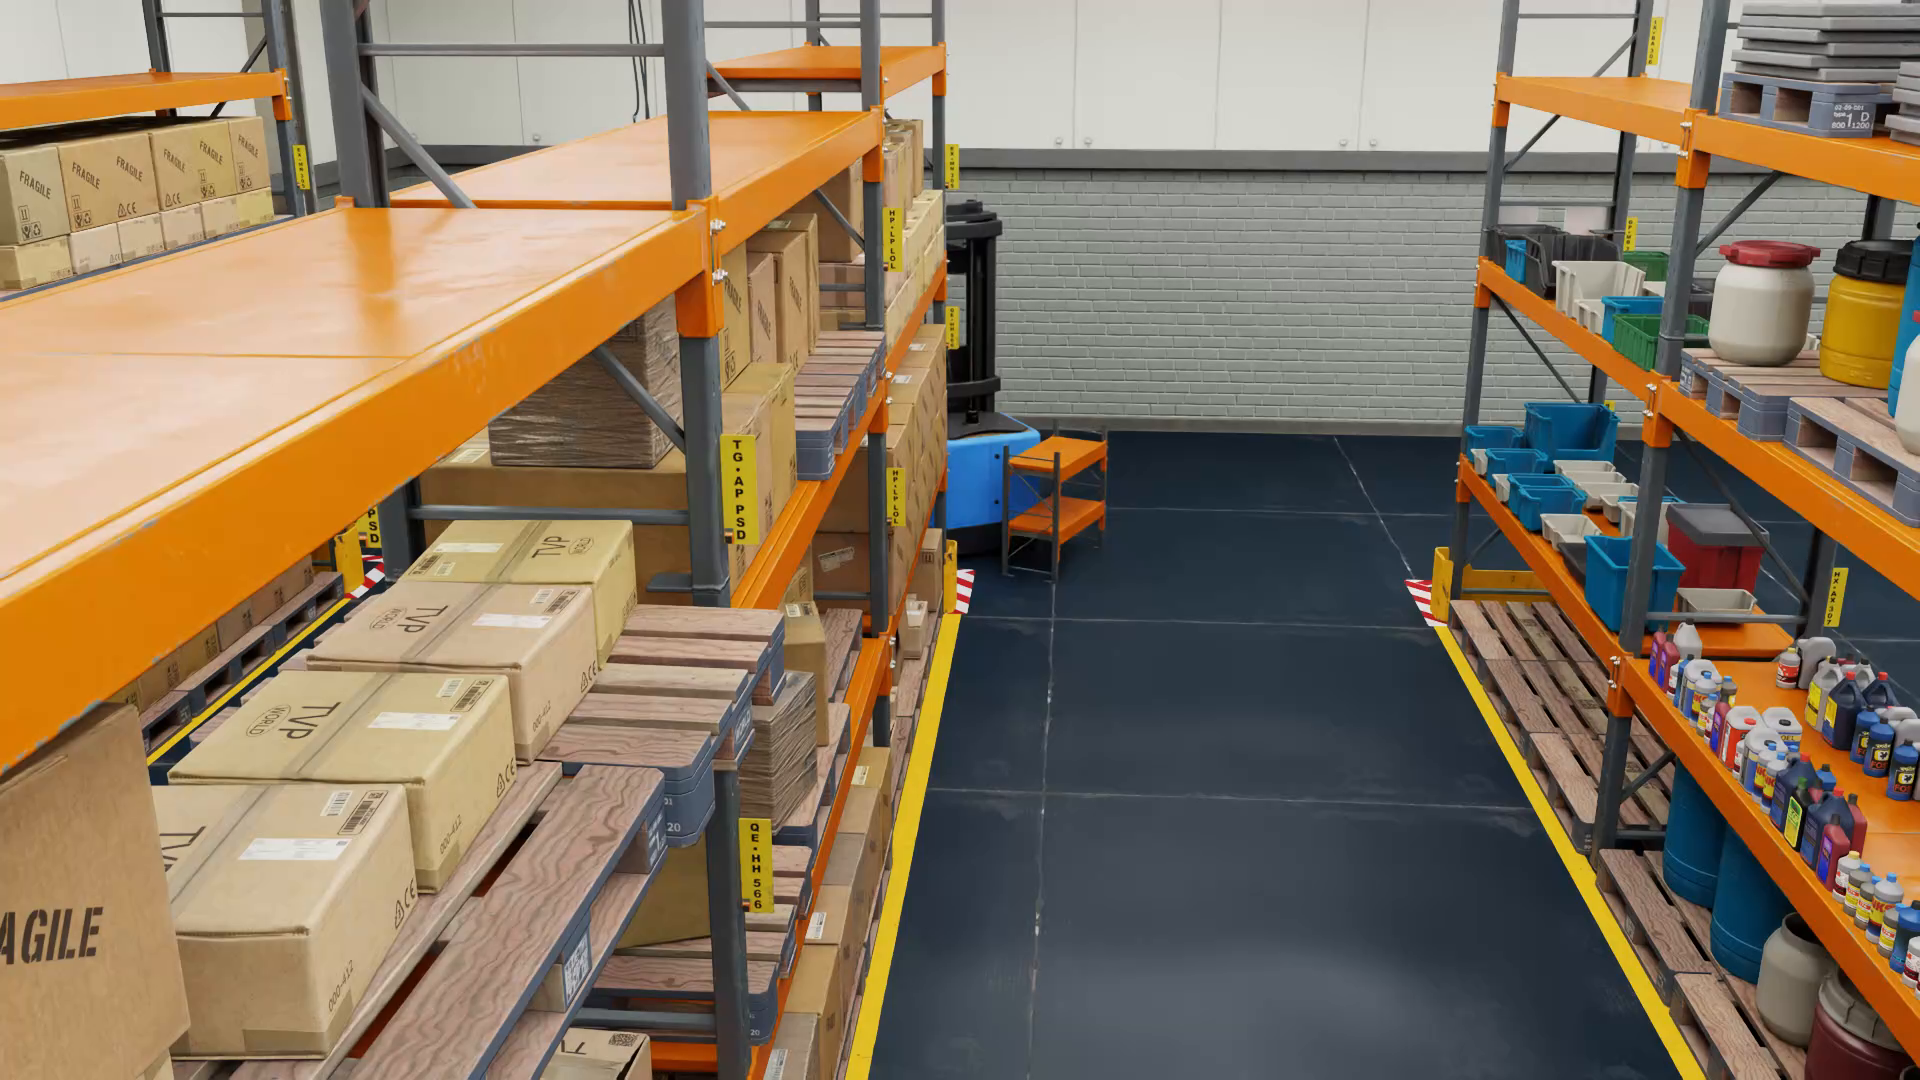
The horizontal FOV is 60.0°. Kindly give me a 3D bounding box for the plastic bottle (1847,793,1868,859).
[{"bbox_3d":[3.598,1.174,6.711,0.061,0.283,0.133,1,18,4],"label":"plastic bottle"}]

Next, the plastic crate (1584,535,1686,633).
[{"bbox_3d":[3.736,0.247,9.282,0.392,0.384,0.575,1,18,4],"label":"plastic crate"}]

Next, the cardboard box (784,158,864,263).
[{"bbox_3d":[-0.901,-1.791,8.989,0.700,0.500,0.500,1,18,4],"label":"cardboard box"}]

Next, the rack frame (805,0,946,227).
[{"bbox_3d":[-0.611,-3.785,12.021,1.000,3.000,0.127,1,18,4],"label":"rack frame"}]

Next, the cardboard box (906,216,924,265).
[{"bbox_3d":[-0.498,-1.894,10.507,0.500,0.250,0.500,1,18,4],"label":"cardboard box"}]

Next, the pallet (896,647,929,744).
[{"bbox_3d":[-0.763,1.041,11.409,1.003,0.211,1.213,1,18,4],"label":"pallet"}]

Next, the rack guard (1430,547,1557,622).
[{"bbox_3d":[4.318,0.358,13.027,1.175,0.500,0.348,1,18,4],"label":"rack guard"}]

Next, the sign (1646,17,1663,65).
[{"bbox_3d":[4.879,-3.512,11.708,0.100,0.325,0.005,1,18,4],"label":"sign"}]

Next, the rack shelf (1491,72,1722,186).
[{"bbox_3d":[4.186,-2.520,9.959,1.077,0.370,4.000,1,18,4],"label":"rack shelf"}]

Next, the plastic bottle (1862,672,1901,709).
[{"bbox_3d":[4.290,0.794,7.762,0.144,0.351,0.185,1,18,4],"label":"plastic bottle"}]

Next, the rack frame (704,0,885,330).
[{"bbox_3d":[-0.898,-2.542,8.230,1.000,3.000,0.127,1,18,4],"label":"rack frame"}]

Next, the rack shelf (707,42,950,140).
[{"bbox_3d":[-0.754,-2.820,10.238,1.077,0.370,4.000,1,18,4],"label":"rack shelf"}]

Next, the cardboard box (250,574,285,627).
[{"bbox_3d":[-5.538,0.320,12.469,0.700,0.500,0.500,1,18,4],"label":"cardboard box"}]

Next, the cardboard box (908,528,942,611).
[{"bbox_3d":[-0.404,0.219,12.744,0.500,0.500,0.500,1,18,4],"label":"cardboard box"}]

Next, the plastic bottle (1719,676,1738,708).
[{"bbox_3d":[3.729,0.761,8.103,0.097,0.201,0.097,0,18,0],"label":"plastic bottle"}]

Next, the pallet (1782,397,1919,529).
[{"bbox_3d":[4.005,-0.317,6.560,1.003,0.211,1.213,1,18,4],"label":"pallet"}]

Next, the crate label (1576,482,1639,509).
[{"bbox_3d":[4.421,-0.291,11.321,0.396,0.136,0.243,1,18,4],"label":"crate label"}]

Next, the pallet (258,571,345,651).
[{"bbox_3d":[-5.532,0.532,12.960,1.003,0.211,1.213,1,18,4],"label":"pallet"}]

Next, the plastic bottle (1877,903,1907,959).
[{"bbox_3d":[3.423,1.424,6.079,0.097,0.201,0.097,0,18,0],"label":"plastic bottle"}]

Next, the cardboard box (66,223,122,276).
[{"bbox_3d":[-5.476,-1.769,10.092,0.500,0.250,0.500,1,18,3],"label":"cardboard box"}]

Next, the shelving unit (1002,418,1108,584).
[{"bbox_3d":[0.816,-0.351,14.186,0.538,1.125,1.048,9,20,26],"label":"shelving unit"}]

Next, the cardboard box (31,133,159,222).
[{"bbox_3d":[-5.448,-2.287,10.469,0.500,0.500,0.500,1,18,4],"label":"cardboard box"}]

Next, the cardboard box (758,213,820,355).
[{"bbox_3d":[-1.007,-1.257,8.128,0.600,0.600,0.600,0,18,-1],"label":"cardboard box"}]

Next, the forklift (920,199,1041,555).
[{"bbox_3d":[-0.351,-1.667,15.302,1.130,2.935,3.031,-8,20,-23],"label":"forklift"}]

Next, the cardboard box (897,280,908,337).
[{"bbox_3d":[-0.576,-1.346,9.638,0.500,0.250,0.500,1,18,4],"label":"cardboard box"}]

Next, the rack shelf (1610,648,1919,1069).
[{"bbox_3d":[3.899,1.383,7.039,1.077,0.370,4.000,1,18,4],"label":"rack shelf"}]

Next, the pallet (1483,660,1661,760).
[{"bbox_3d":[4.141,1.136,11.116,1.003,0.211,1.213,1,18,4],"label":"pallet"}]

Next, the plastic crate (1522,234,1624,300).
[{"bbox_3d":[3.946,-1.750,10.728,0.504,0.338,0.767,1,18,4],"label":"plastic crate"}]

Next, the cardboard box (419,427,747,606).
[{"bbox_3d":[-1.187,-0.058,5.306,0.910,0.500,0.500,1,18,4],"label":"cardboard box"}]

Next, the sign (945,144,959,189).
[{"bbox_3d":[-0.059,-2.761,12.294,0.100,0.325,0.005,1,18,4],"label":"sign"}]

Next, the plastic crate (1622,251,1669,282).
[{"bbox_3d":[4.543,-1.834,11.226,0.450,0.188,0.336,1,18,4],"label":"plastic crate"}]

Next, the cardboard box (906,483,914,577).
[{"bbox_3d":[-0.556,-0.050,10.098,0.500,0.500,0.500,2,18,5],"label":"cardboard box"}]

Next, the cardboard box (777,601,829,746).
[{"bbox_3d":[-0.963,0.612,7.404,0.700,0.500,0.500,-3,18,-10],"label":"cardboard box"}]

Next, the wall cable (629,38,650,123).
[{"bbox_3d":[-4.790,-4.167,18.175,3.097,2.526,0.112,1,18,4],"label":"wall cable"}]

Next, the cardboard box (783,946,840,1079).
[{"bbox_3d":[-0.794,2.076,7.077,0.500,0.500,0.500,1,18,3],"label":"cardboard box"}]

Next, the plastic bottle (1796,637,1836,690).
[{"bbox_3d":[4.337,0.609,8.447,0.152,0.276,0.135,1,18,4],"label":"plastic bottle"}]

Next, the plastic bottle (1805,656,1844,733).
[{"bbox_3d":[4.159,0.733,7.947,0.144,0.351,0.185,1,18,4],"label":"plastic bottle"}]

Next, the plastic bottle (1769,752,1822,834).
[{"bbox_3d":[3.517,1.049,6.985,0.144,0.351,0.185,1,18,4],"label":"plastic bottle"}]

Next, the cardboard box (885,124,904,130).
[{"bbox_3d":[-0.752,-2.568,11.361,0.700,0.500,0.500,1,18,4],"label":"cardboard box"}]

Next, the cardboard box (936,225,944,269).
[{"bbox_3d":[-0.385,-2.122,12.007,0.500,0.250,0.500,1,18,4],"label":"cardboard box"}]

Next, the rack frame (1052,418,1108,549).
[{"bbox_3d":[1.047,-0.492,14.617,0.500,1.125,0.032,9,20,26],"label":"rack frame"}]

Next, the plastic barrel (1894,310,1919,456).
[{"bbox_3d":[3.733,-0.581,6.169,0.433,0.535,0.433,0,18,0],"label":"plastic barrel"}]

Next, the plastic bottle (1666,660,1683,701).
[{"bbox_3d":[3.591,0.697,8.298,0.097,0.201,0.097,0,18,0],"label":"plastic bottle"}]

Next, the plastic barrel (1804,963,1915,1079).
[{"bbox_3d":[3.855,2.106,6.877,0.600,0.588,0.708,1,18,4],"label":"plastic barrel"}]

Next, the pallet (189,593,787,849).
[{"bbox_3d":[-1.144,0.428,4.286,1.213,0.211,1.003,2,18,6],"label":"pallet"}]

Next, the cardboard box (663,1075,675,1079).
[{"bbox_3d":[-1.352,2.234,6.596,0.500,0.500,0.500,2,18,6],"label":"cardboard box"}]

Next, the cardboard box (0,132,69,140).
[{"bbox_3d":[-5.970,-2.304,10.521,0.500,0.500,0.500,1,18,2],"label":"cardboard box"}]

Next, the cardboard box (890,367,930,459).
[{"bbox_3d":[-0.473,-0.834,10.886,0.500,0.500,0.500,2,18,6],"label":"cardboard box"}]

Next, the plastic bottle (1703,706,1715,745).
[{"bbox_3d":[3.554,0.860,7.802,0.097,0.201,0.097,0,18,0],"label":"plastic bottle"}]

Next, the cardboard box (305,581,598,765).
[{"bbox_3d":[-1.181,0.303,3.932,0.500,0.250,0.500,2,18,5],"label":"cardboard box"}]

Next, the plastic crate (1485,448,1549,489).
[{"bbox_3d":[3.936,-0.497,11.795,0.416,0.233,0.300,1,18,4],"label":"plastic crate"}]

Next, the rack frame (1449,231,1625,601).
[{"bbox_3d":[4.329,-0.822,12.614,1.000,3.000,0.127,1,18,4],"label":"rack frame"}]

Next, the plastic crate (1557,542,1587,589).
[{"bbox_3d":[3.855,0.169,9.936,0.437,0.125,0.590,1,18,4],"label":"plastic crate"}]

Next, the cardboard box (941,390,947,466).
[{"bbox_3d":[-0.372,-0.836,12.497,0.500,0.500,0.500,2,18,6],"label":"cardboard box"}]
